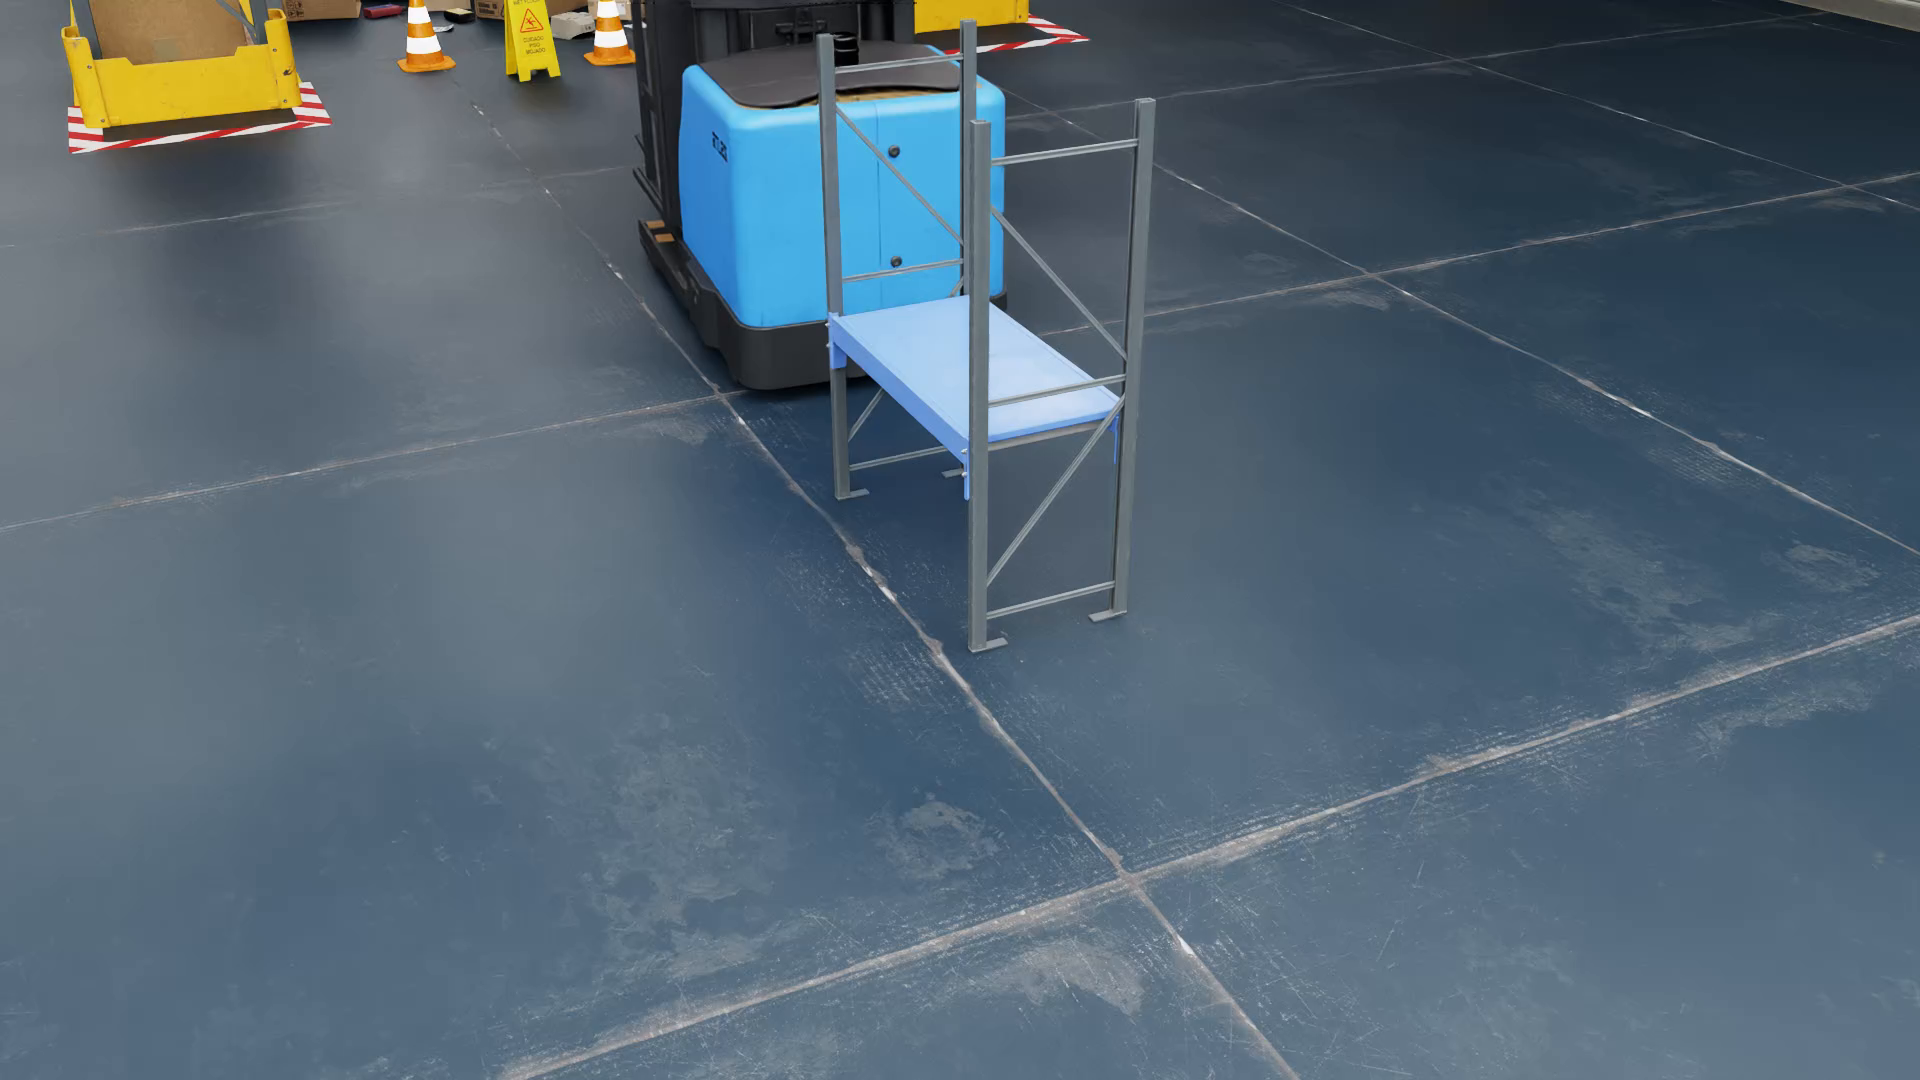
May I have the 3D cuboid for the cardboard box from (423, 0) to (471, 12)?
[{"bbox_3d":[-3.803,-4.034,12.172,0.396,0.266,0.258,-8,30,-13],"label":"cardboard box"}]

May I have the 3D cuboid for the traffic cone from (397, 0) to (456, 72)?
[{"bbox_3d":[-3.432,-3.258,10.587,0.336,0.463,0.334,-13,32,-22],"label":"traffic cone"}]

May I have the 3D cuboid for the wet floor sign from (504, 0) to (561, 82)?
[{"bbox_3d":[-2.686,-3.208,10.311,0.267,0.644,0.232,-19,35,-30],"label":"wet floor sign"}]

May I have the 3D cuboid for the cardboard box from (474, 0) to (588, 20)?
[{"bbox_3d":[-3.100,-4.071,11.996,0.637,0.503,0.797,13,32,21],"label":"cardboard box"}]

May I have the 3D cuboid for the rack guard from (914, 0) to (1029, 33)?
[{"bbox_3d":[-0.092,-3.859,11.621,1.175,0.500,0.348,-13,32,-22],"label":"rack guard"}]

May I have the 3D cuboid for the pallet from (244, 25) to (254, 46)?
[{"bbox_3d":[-4.901,-2.952,10.299,1.003,0.211,1.213,-13,32,-22],"label":"pallet"}]

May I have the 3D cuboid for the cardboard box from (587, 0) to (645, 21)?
[{"bbox_3d":[-2.446,-3.827,11.923,0.380,0.149,0.250,2,29,4],"label":"cardboard box"}]

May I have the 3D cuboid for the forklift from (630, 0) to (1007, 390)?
[{"bbox_3d":[-0.812,-2.532,6.769,1.130,2.935,3.031,-10,31,-18],"label":"forklift"}]

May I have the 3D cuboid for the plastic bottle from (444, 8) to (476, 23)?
[{"bbox_3d":[-3.593,-3.751,11.877,0.283,0.061,0.133,26,38,38],"label":"plastic bottle"}]

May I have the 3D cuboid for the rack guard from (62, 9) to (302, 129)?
[{"bbox_3d":[-4.476,-2.731,9.609,1.175,0.500,0.348,-13,32,-22],"label":"rack guard"}]

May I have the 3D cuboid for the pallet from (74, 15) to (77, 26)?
[{"bbox_3d":[-5.420,-3.491,11.259,1.003,0.211,1.213,-13,32,-22],"label":"pallet"}]

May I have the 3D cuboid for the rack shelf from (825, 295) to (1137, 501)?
[{"bbox_3d":[0.037,-0.460,4.904,0.538,0.185,1.000,-13,32,-22],"label":"rack shelf"}]

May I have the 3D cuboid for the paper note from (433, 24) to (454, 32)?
[{"bbox_3d":[-3.609,-3.567,11.582,0.144,0.017,0.142,-3,29,-5],"label":"paper note"}]

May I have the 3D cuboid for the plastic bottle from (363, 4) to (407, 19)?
[{"bbox_3d":[-4.146,-3.821,12.001,0.133,0.061,0.283,26,38,38],"label":"plastic bottle"}]

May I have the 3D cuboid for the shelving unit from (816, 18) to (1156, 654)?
[{"bbox_3d":[0.037,-0.616,4.816,0.538,1.500,1.048,-13,32,-22],"label":"shelving unit"}]

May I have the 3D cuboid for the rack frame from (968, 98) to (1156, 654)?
[{"bbox_3d":[0.255,-0.392,4.416,0.500,1.500,0.032,-13,32,-22],"label":"rack frame"}]

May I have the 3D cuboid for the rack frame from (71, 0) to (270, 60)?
[{"bbox_3d":[-4.487,-3.832,9.017,1.000,3.000,0.127,-13,32,-22],"label":"rack frame"}]

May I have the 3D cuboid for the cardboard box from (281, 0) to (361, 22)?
[{"bbox_3d":[-4.611,-4.039,11.940,0.500,0.500,0.500,-8,30,-13],"label":"cardboard box"}]

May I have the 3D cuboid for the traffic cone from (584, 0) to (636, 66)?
[{"bbox_3d":[-2.266,-3.345,10.743,0.336,0.463,0.334,-13,32,-22],"label":"traffic cone"}]

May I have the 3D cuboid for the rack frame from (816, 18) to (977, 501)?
[{"bbox_3d":[-0.182,-0.841,5.216,0.500,1.500,0.032,-13,32,-22],"label":"rack frame"}]

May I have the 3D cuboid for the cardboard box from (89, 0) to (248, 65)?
[{"bbox_3d":[-4.837,-3.374,9.943,0.875,0.875,0.875,-13,32,-22],"label":"cardboard box"}]

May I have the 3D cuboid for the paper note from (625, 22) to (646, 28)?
[{"bbox_3d":[-2.263,-3.621,11.675,0.142,0.019,0.148,26,38,38],"label":"paper note"}]

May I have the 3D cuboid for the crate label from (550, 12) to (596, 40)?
[{"bbox_3d":[-2.659,-3.537,11.418,0.298,0.136,0.250,19,34,30],"label":"crate label"}]
